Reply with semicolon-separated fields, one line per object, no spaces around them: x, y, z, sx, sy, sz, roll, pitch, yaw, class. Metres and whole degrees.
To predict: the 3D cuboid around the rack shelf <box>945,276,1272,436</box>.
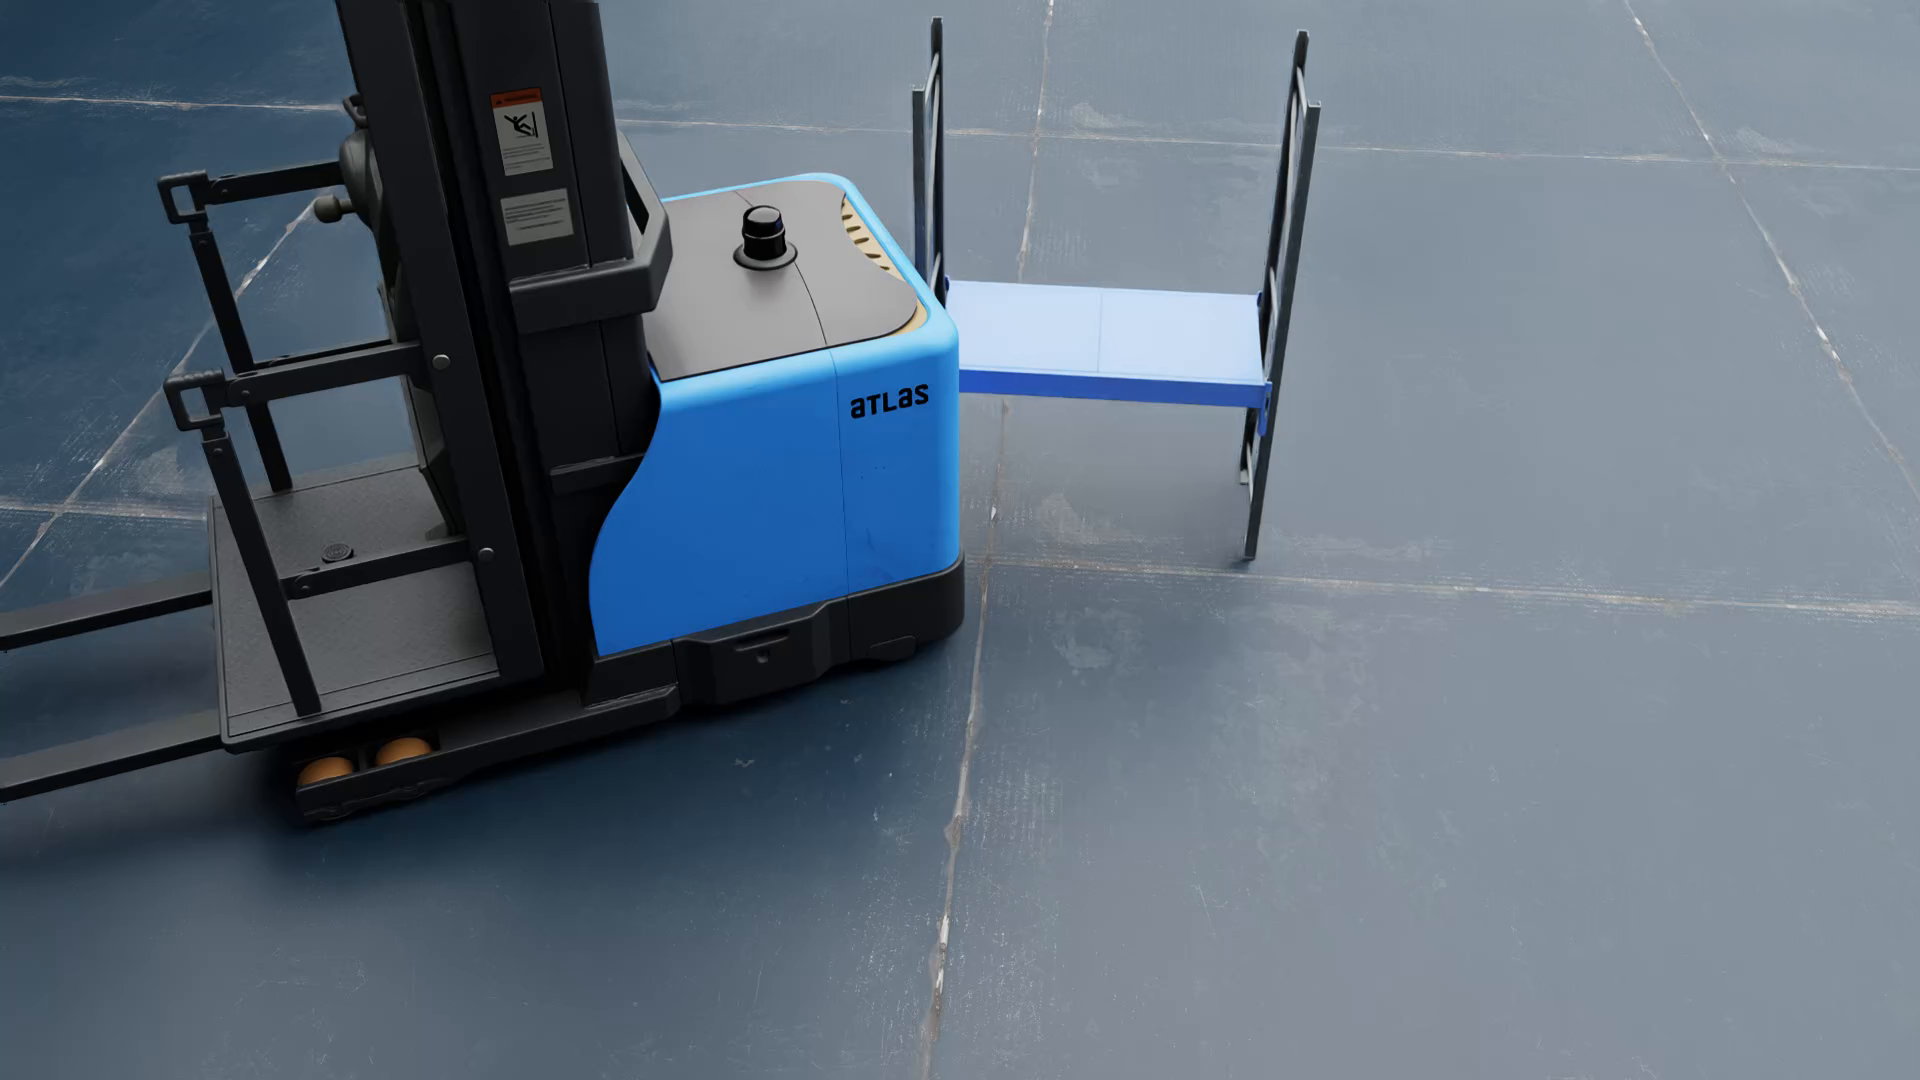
0.420;-0.567;5.044;1.000;0.185;0.538;3;39;4;rack shelf

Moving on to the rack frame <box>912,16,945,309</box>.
-0.086;-0.738;4.968;0.032;1.500;0.500;3;39;4;rack frame

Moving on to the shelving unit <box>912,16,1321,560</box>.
0.420;-0.707;4.930;1.048;1.500;0.538;3;39;4;shelving unit

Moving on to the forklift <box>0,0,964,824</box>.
-1.559;-0.784;3.891;3.031;2.935;1.130;-14;41;-16;forklift

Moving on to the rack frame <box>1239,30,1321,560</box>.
0.926;-0.676;4.893;0.032;1.500;0.500;3;39;4;rack frame
